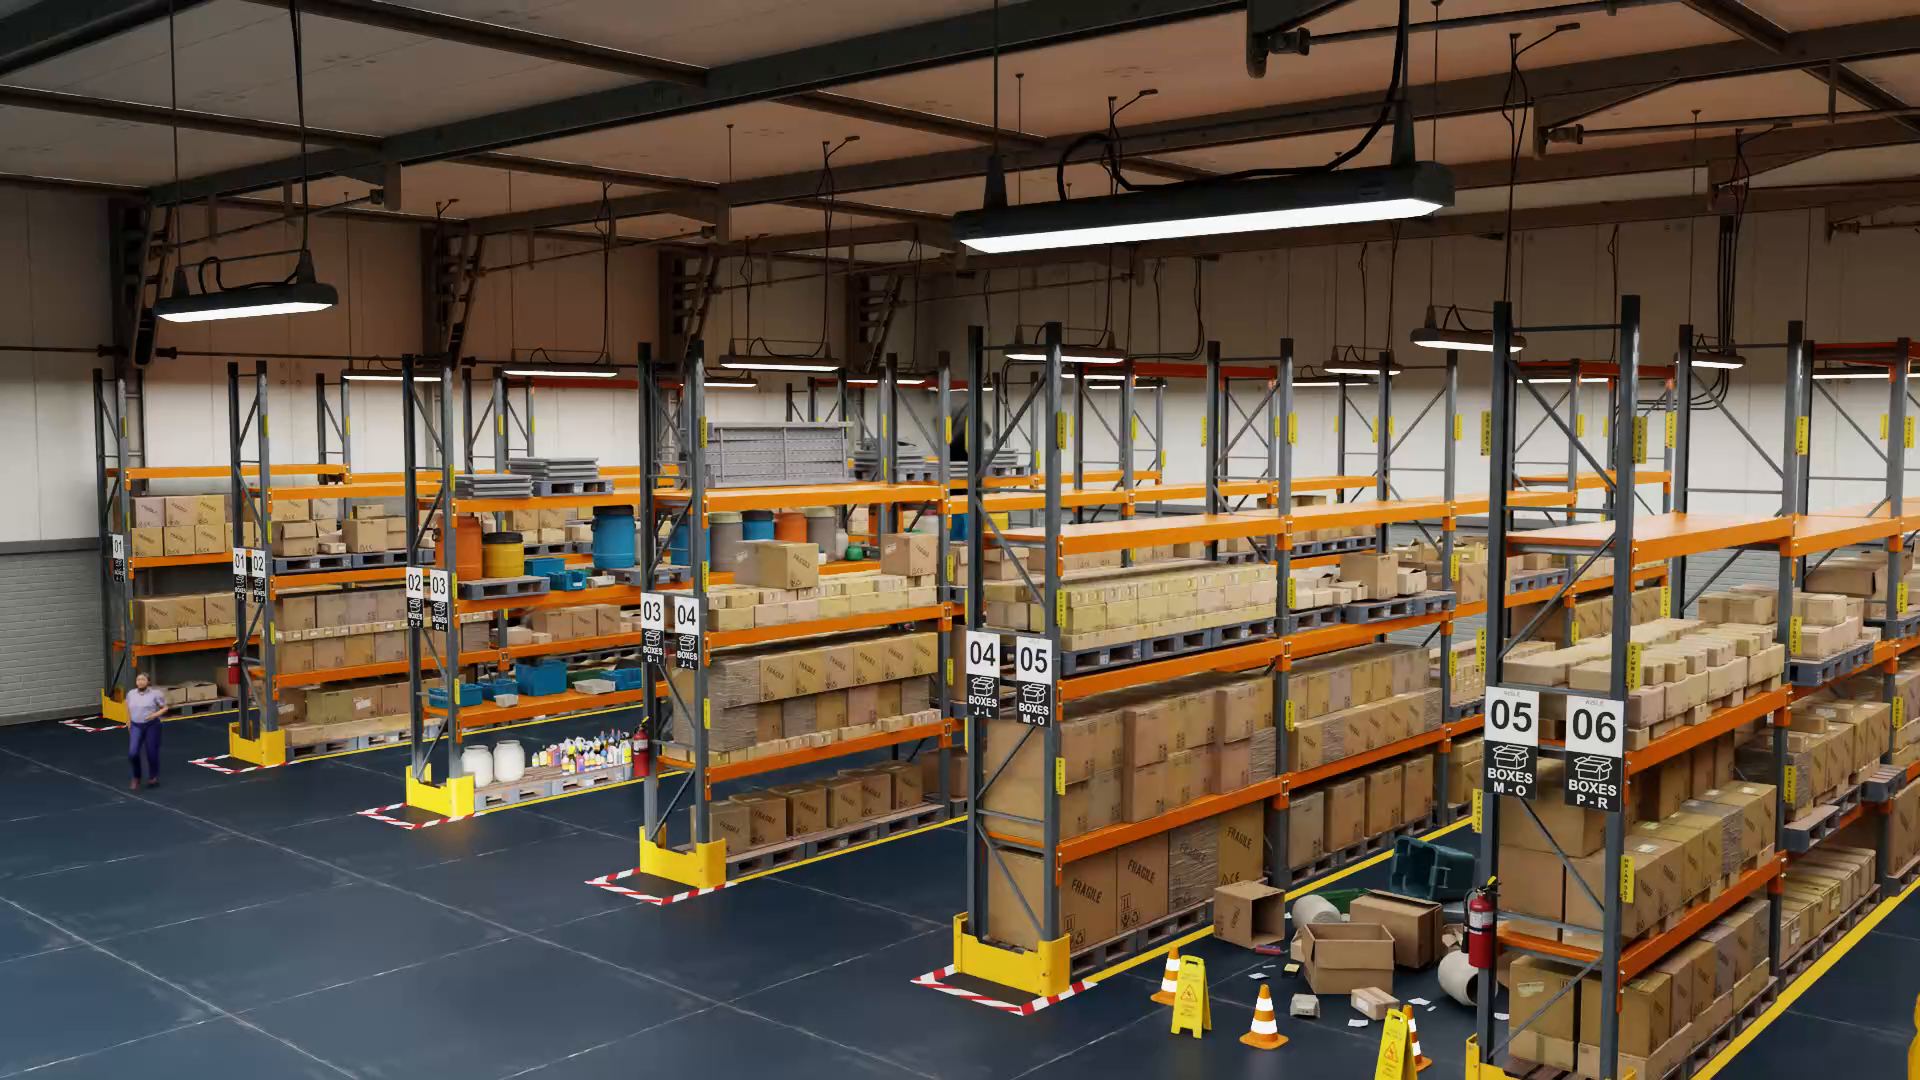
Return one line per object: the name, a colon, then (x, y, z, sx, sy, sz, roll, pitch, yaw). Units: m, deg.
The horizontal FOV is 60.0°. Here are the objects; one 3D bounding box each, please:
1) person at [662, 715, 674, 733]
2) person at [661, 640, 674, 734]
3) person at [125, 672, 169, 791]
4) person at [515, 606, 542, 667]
person: (-4.547, 2.241, 27.554, 0.649, 1.808, 0.896, 3, 5, 36)
person: (-4.763, 2.401, 26.738, 0.504, 1.631, 0.699, 3, 5, 32)
person: (-11.312, 2.658, 23.107, 0.601, 1.661, 0.675, -1, 4, -15)
person: (-8.083, 2.122, 31.307, 0.715, 1.480, 0.826, 3, 5, 32)
